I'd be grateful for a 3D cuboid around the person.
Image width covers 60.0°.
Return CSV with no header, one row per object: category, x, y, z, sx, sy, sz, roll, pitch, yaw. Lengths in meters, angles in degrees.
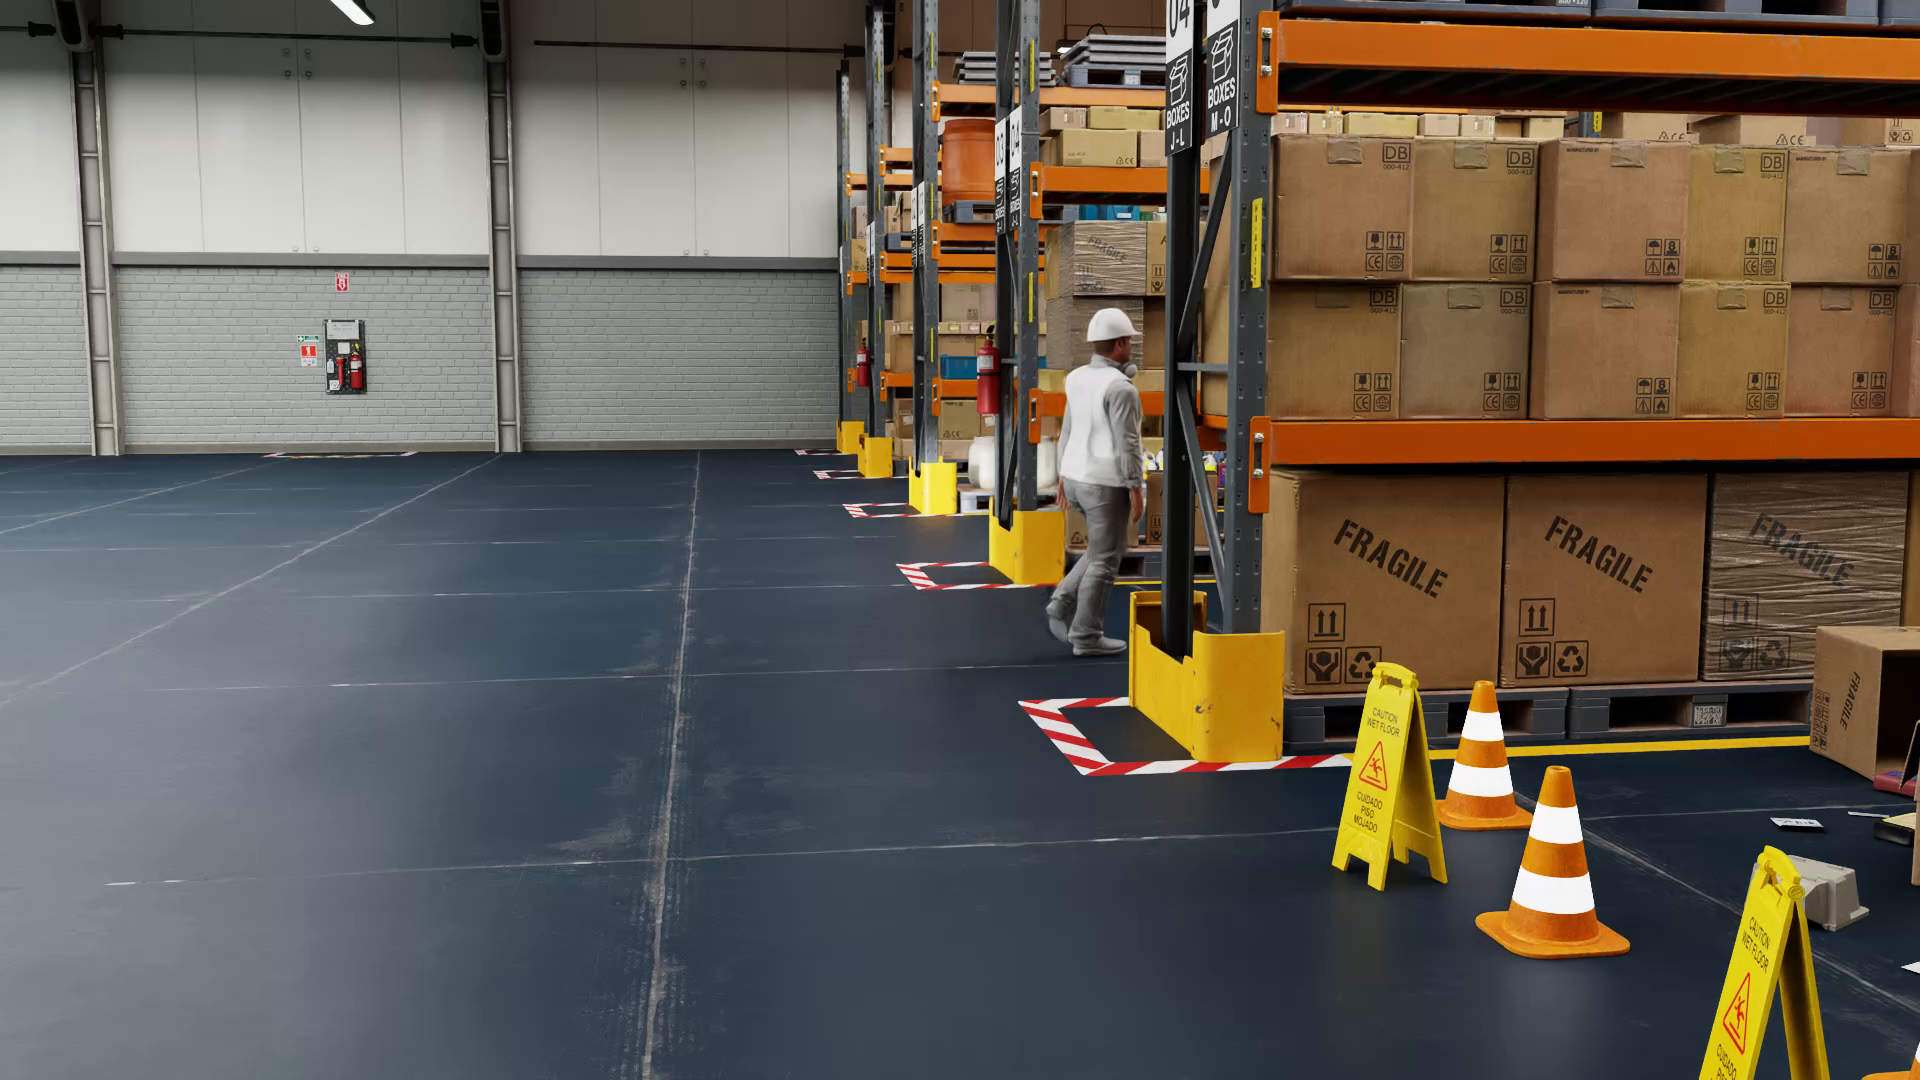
person,0.733,-0.287,8.467,0.462,1.767,0.596,-3,7,-23
